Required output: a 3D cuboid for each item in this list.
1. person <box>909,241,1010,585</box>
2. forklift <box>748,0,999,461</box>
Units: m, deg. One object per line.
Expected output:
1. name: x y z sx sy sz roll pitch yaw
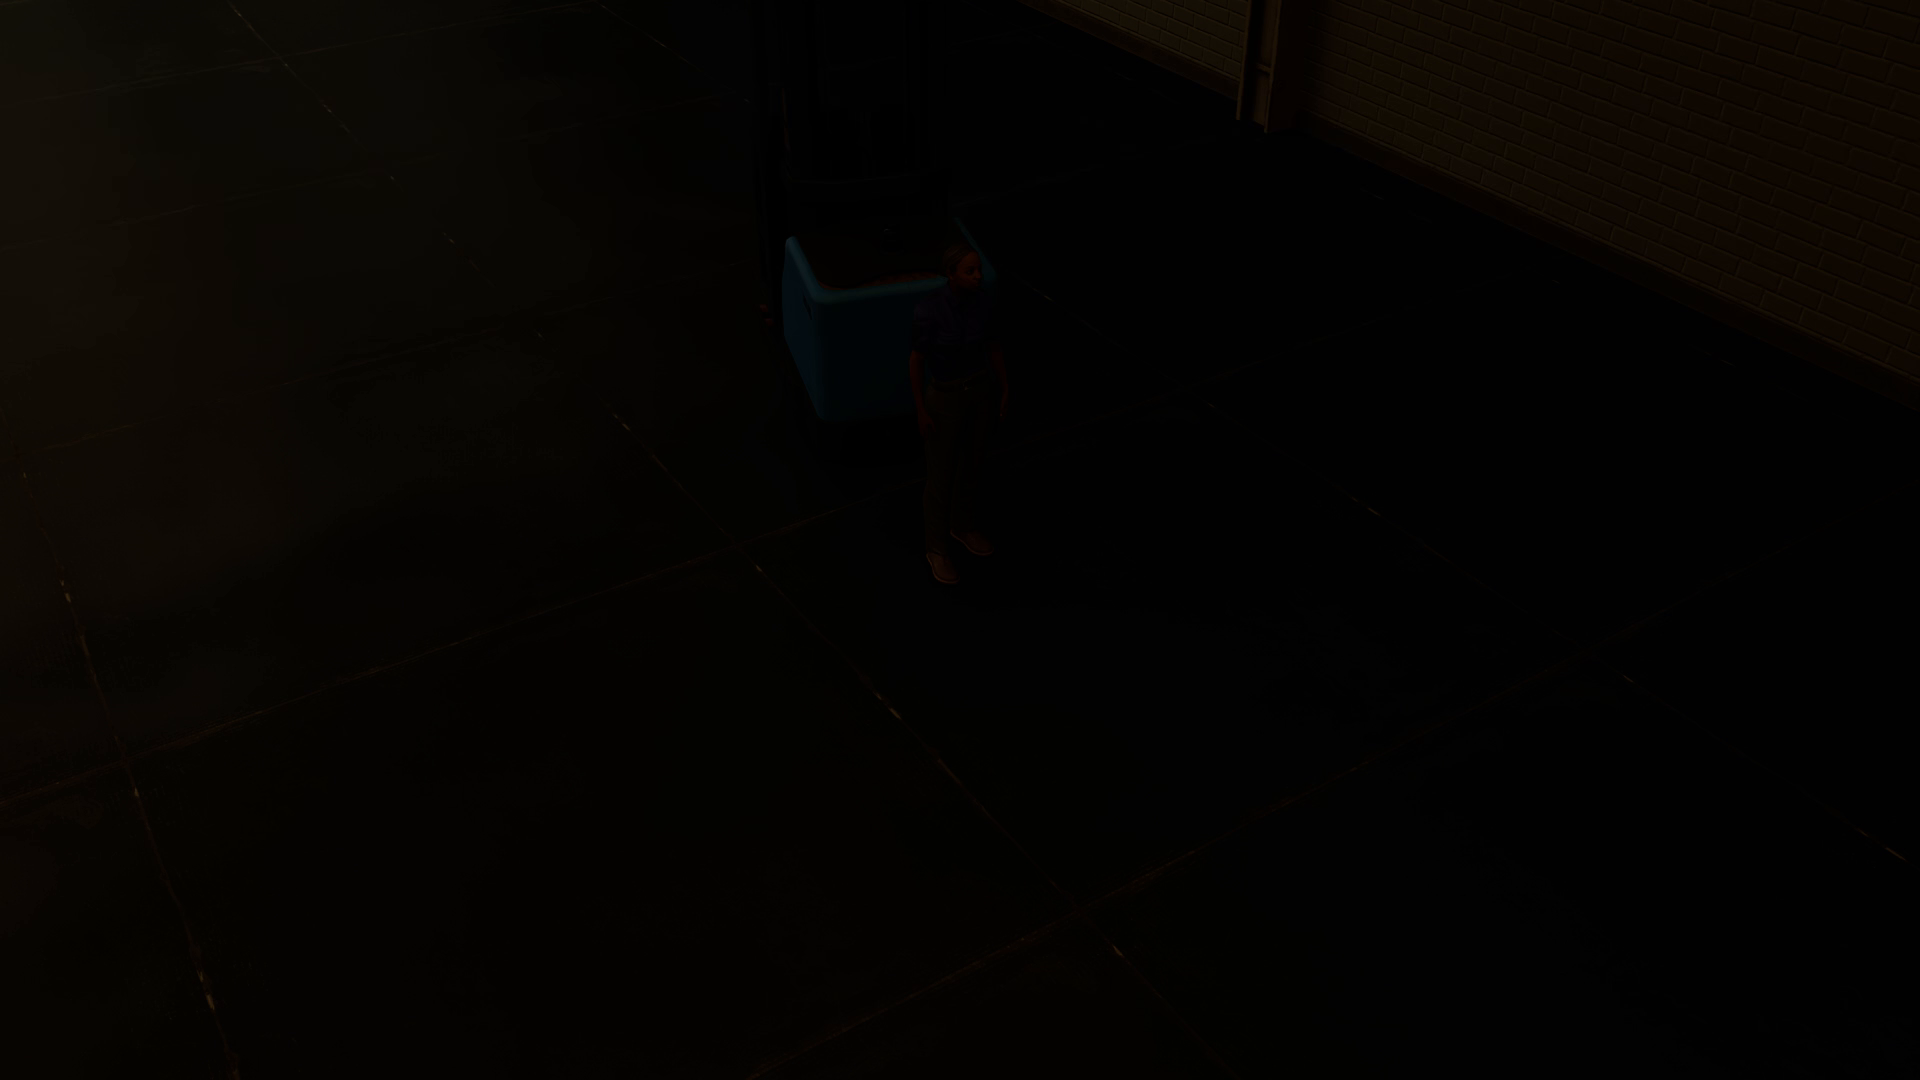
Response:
1. person: 0.031 -0.634 8.149 0.570 1.654 0.504 -21 40 -27
2. forklift: -0.679 -2.482 9.681 1.130 2.935 3.031 -9 36 -13
